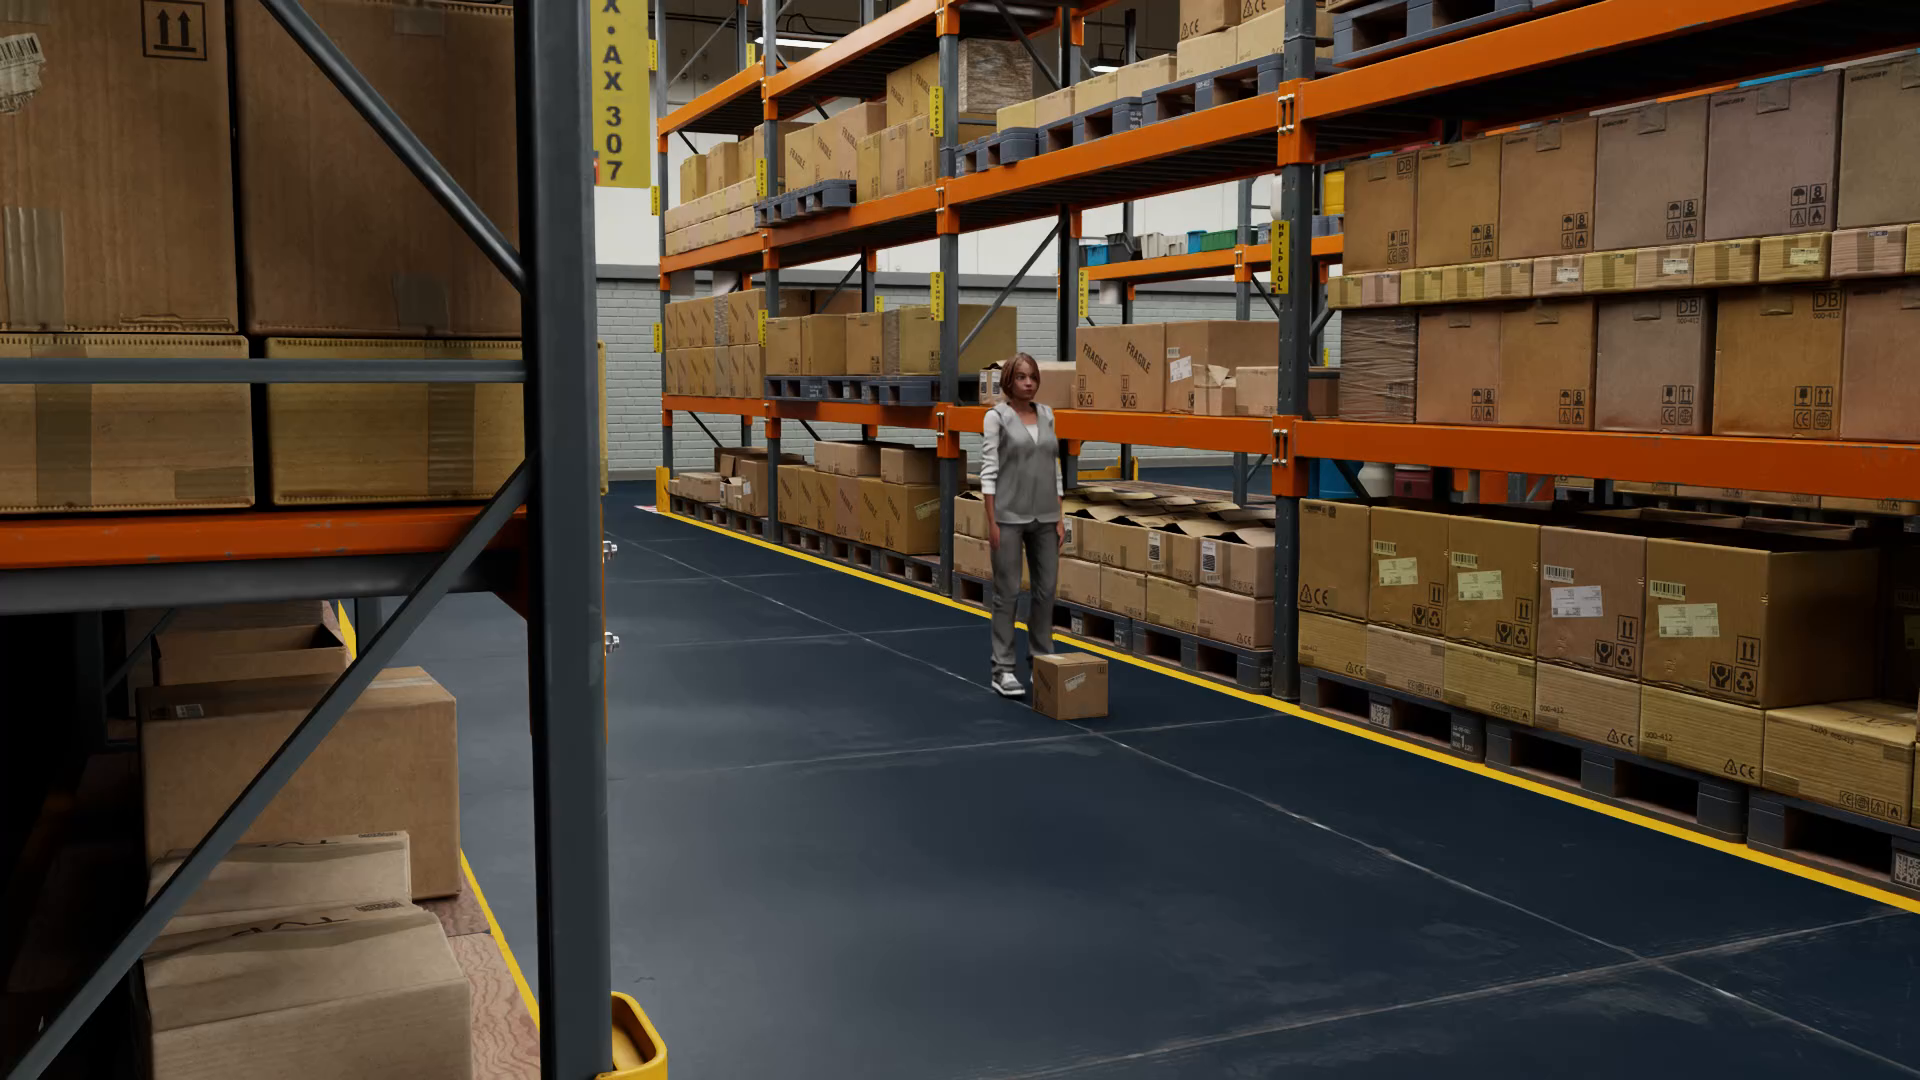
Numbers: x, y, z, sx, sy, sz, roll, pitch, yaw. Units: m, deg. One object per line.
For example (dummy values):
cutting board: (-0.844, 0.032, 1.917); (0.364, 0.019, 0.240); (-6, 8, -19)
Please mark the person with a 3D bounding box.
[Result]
person: (0.303, -0.066, 7.822); (0.433, 1.622, 0.312); (-3, 6, -24)
